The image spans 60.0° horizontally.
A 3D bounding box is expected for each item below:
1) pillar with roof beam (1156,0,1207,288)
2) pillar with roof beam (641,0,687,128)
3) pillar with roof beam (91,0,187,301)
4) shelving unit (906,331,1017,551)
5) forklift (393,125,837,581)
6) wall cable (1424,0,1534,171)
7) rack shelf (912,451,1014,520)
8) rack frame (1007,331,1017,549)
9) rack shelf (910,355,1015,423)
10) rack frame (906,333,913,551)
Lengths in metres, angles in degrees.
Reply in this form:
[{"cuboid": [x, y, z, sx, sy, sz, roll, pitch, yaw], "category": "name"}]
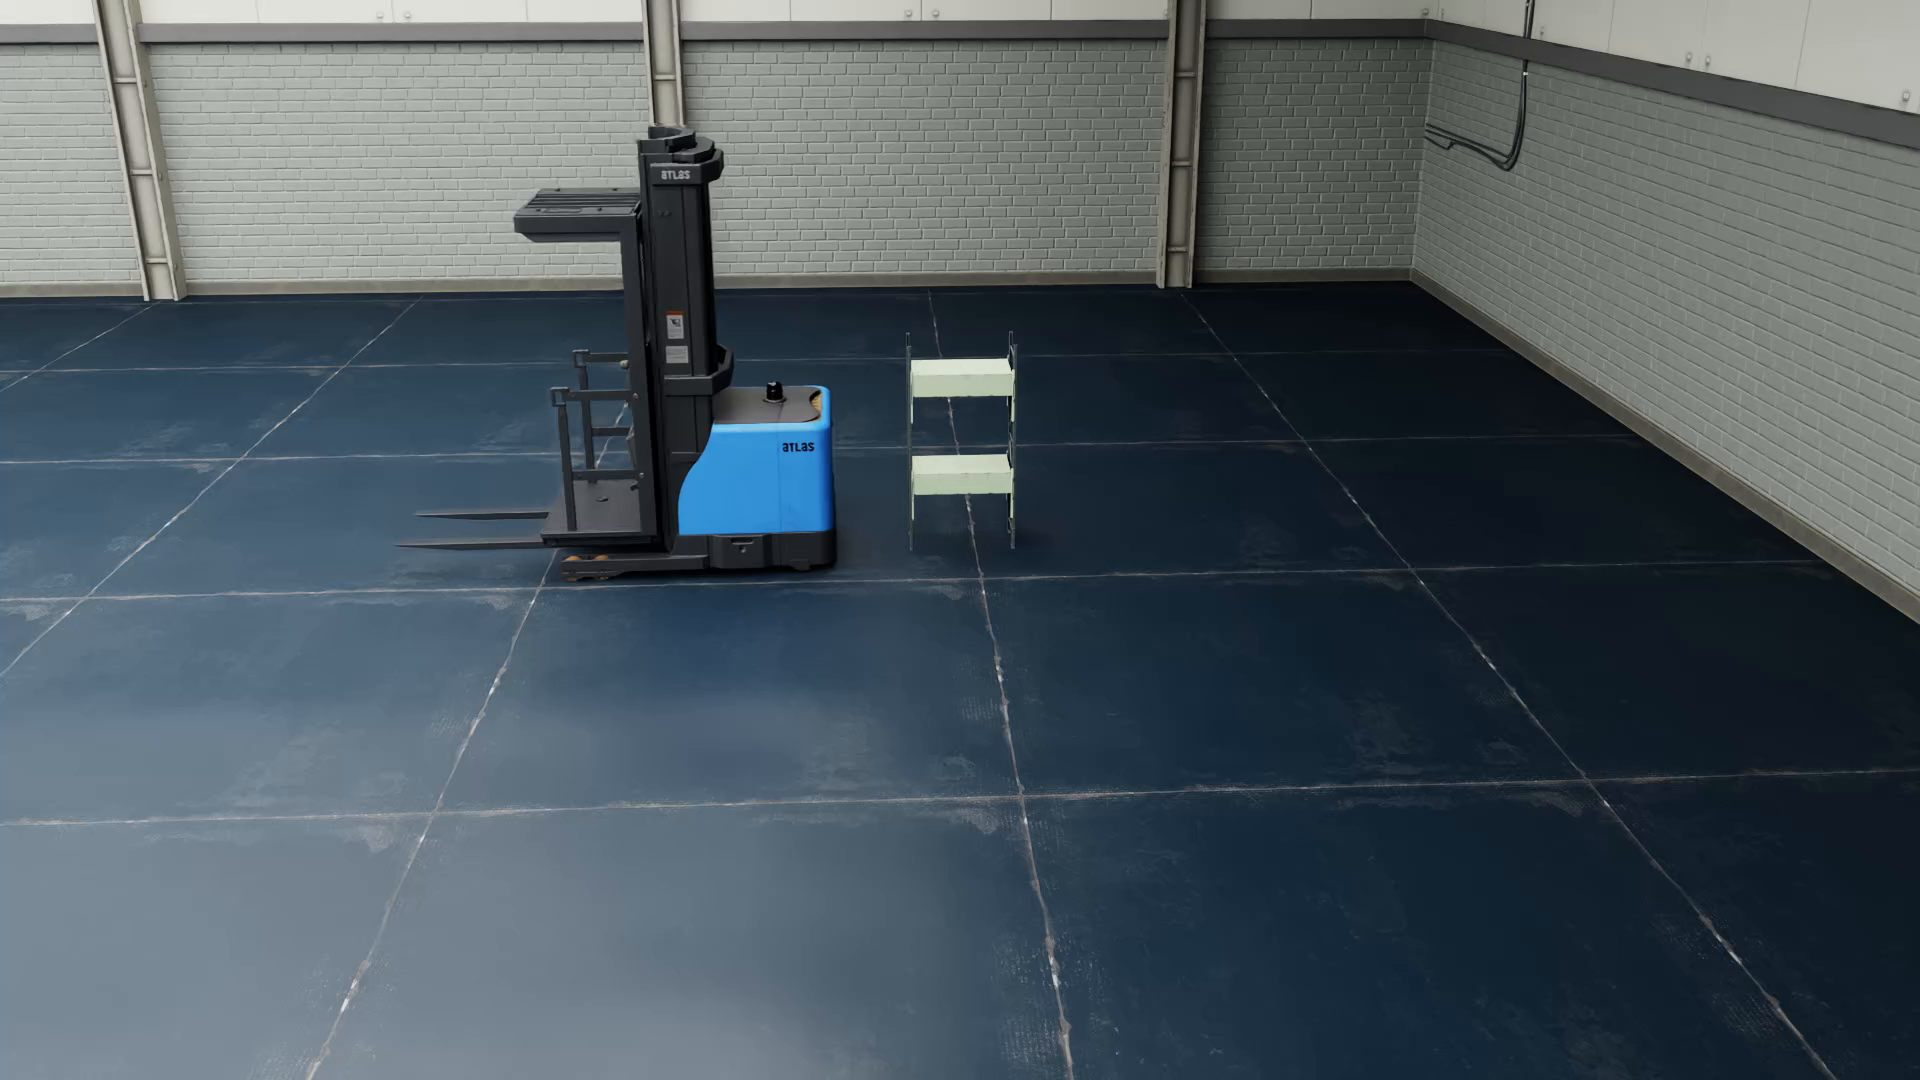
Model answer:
[{"cuboid": [2.854, -5.783, 14.663, 0.400, 9.000, 9.100, -1, 21, -3], "category": "pillar with roof beam"}, {"cuboid": [-3.136, -5.661, 14.343, 0.400, 9.000, 9.100, -1, 21, -3], "category": "pillar with roof beam"}, {"cuboid": [-9.126, -5.539, 14.023, 0.400, 9.000, 9.100, -1, 21, -3], "category": "pillar with roof beam"}, {"cuboid": [0.007, -0.701, 11.854, 0.755, 1.500, 0.431, -1, 21, -3], "category": "shelving unit"}, {"cuboid": [-2.402, -1.284, 11.374, 3.031, 2.935, 1.130, -1, 21, -4], "category": "forklift"}, {"cuboid": [5.625, -5.451, 18.155, 0.112, 2.526, 3.097, -1, 21, -3], "category": "wall cable"}, {"cuboid": [0.007, -0.396, 11.970, 0.720, 0.370, 0.431, -1, 21, -3], "category": "rack shelf"}, {"cuboid": [0.372, -0.708, 11.874, 0.023, 1.500, 0.400, -1, 21, -3], "category": "rack frame"}, {"cuboid": [0.007, -1.066, 11.716, 0.720, 0.370, 0.431, -1, 21, -3], "category": "rack shelf"}, {"cuboid": [-0.359, -0.694, 11.835, 0.023, 1.500, 0.400, -1, 21, -3], "category": "rack frame"}]
